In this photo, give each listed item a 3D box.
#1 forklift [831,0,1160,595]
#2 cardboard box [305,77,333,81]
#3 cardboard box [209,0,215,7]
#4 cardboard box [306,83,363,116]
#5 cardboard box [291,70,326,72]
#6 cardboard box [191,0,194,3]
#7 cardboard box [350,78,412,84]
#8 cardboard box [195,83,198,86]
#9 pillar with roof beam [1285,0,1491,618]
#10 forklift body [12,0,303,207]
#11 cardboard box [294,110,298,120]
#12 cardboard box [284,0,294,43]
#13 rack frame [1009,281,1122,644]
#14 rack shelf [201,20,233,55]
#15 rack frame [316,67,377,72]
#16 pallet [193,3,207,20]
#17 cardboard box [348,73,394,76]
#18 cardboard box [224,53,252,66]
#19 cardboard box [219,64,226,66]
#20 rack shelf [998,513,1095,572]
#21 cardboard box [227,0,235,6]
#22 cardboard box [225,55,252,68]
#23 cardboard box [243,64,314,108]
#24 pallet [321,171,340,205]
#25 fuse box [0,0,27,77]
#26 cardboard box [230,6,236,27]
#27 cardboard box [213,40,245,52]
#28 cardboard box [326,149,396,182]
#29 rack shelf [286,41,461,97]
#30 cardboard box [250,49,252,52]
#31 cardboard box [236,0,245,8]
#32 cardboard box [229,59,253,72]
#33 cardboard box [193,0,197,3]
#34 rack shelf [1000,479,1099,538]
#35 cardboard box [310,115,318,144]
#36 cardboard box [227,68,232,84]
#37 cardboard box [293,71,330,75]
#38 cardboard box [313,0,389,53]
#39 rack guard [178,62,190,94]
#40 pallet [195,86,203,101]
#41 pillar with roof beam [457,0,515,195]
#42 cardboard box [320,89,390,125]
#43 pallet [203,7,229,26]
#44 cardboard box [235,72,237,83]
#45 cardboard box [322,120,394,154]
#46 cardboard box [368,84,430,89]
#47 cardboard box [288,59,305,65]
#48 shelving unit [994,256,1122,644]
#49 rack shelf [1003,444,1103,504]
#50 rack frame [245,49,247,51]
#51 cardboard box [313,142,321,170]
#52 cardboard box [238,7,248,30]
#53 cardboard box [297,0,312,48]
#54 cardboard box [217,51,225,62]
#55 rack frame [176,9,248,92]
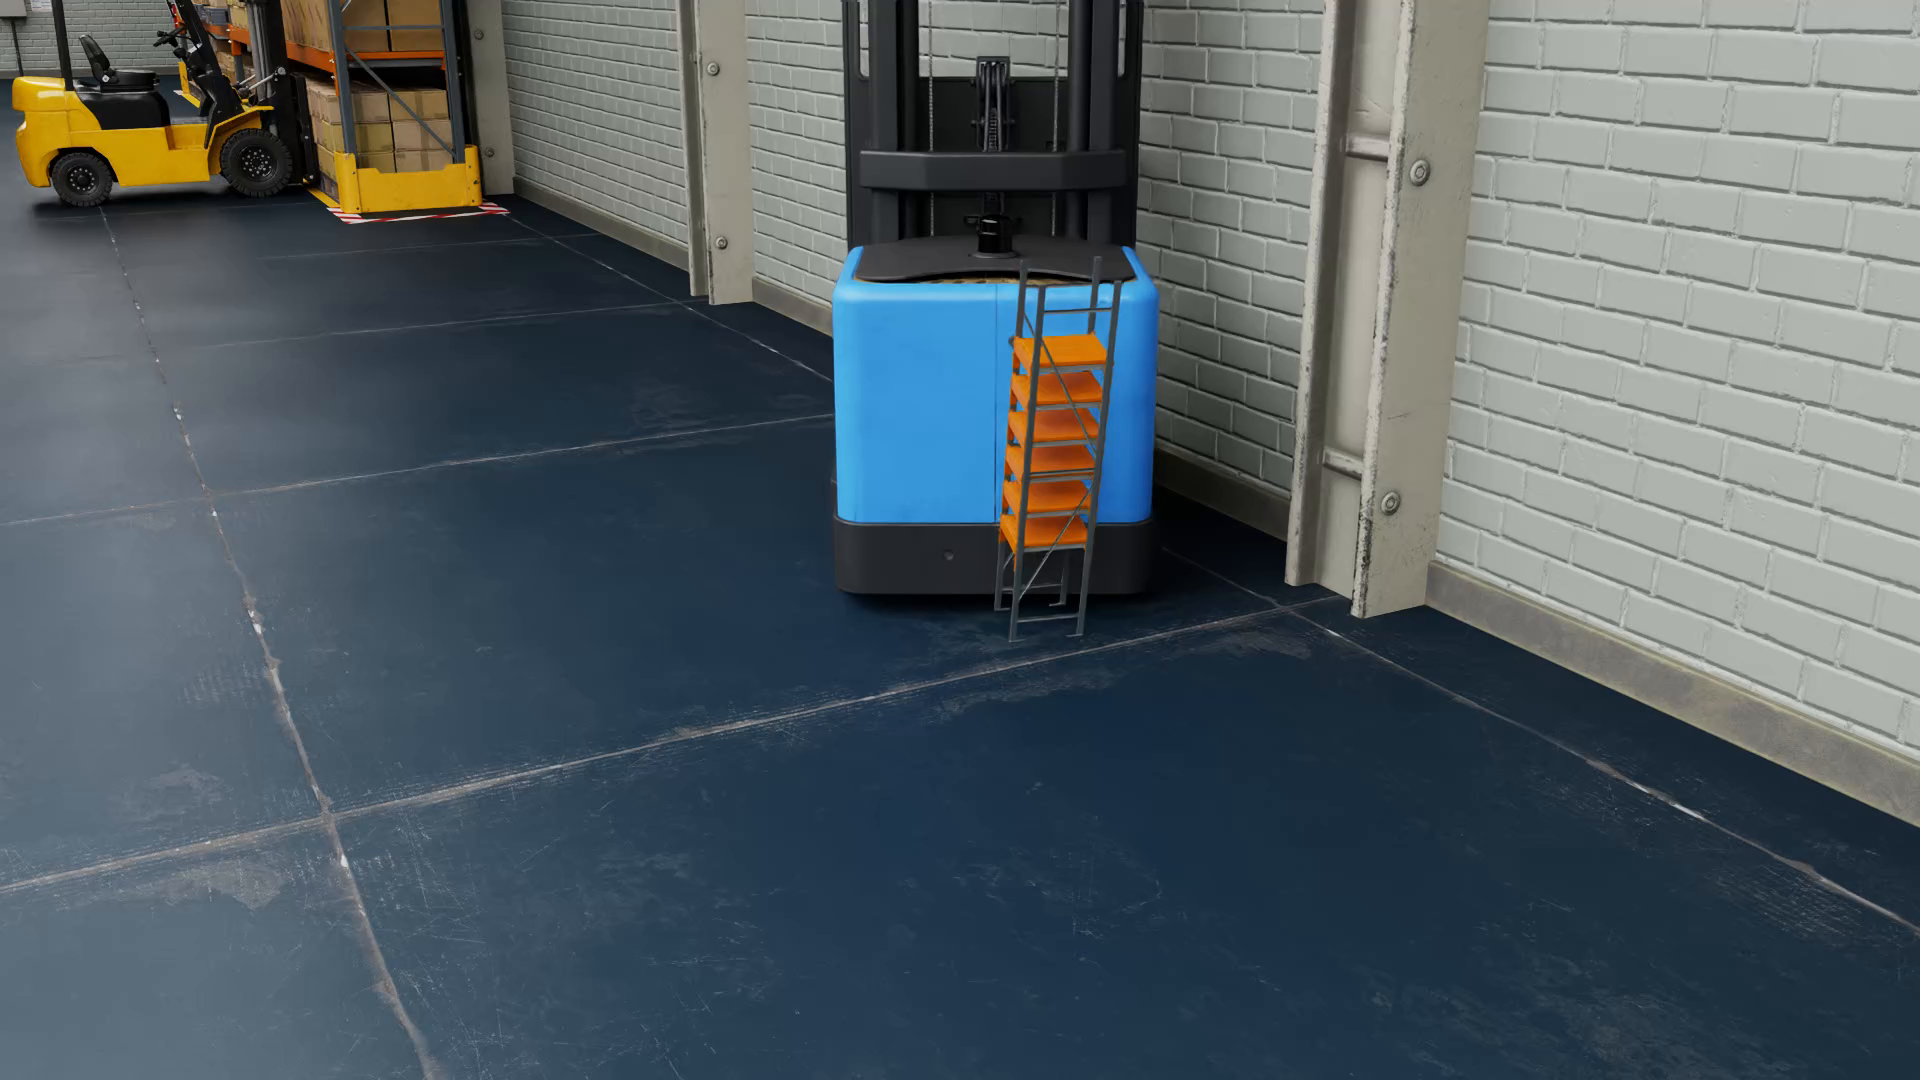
[{"bbox_3d":[0.118,-1.634,6.374,1.130,2.935,3.031,0,19,0],"label":"forklift"},{"bbox_3d":[-6.285,-4.391,16.298,0.500,0.250,0.500,-9,21,-25],"label":"cardboard box"},{"bbox_3d":[-9.404,-7.025,21.479,0.500,0.250,0.500,-11,22,-29],"label":"cardboard box"},{"bbox_3d":[-5.808,-4.093,15.433,0.500,0.250,0.500,-10,21,-26],"label":"cardboard box"},{"bbox_3d":[-7.697,-5.160,19.484,0.875,0.625,0.625,-11,22,-29],"label":"cardboard box"},{"bbox_3d":[-11.225,-8.113,24.819,0.500,0.250,0.500,-10,21,-26],"label":"cardboard box"},{"bbox_3d":[-5.586,-4.324,16.101,0.500,0.250,0.500,-10,22,-28],"label":"cardboard box"},{"bbox_3d":[-11.838,-7.517,26.505,0.700,0.500,0.500,-9,21,-24],"label":"cardboard box"},{"bbox_3d":[-2.447,-3.412,2.225,9.100,9.000,0.400,-10,21,-27],"label":"pillar with roof beam"},{"bbox_3d":[-7.325,-4.209,15.032,2.313,2.155,1.214,-10,21,-27],"label":"forklift body"},{"bbox_3d":[-6.291,-4.155,16.379,0.500,0.250,0.500,-10,22,-27],"label":"cardboard box"},{"bbox_3d":[-6.234,-5.084,16.114,0.500,0.500,0.500,-10,22,-27],"label":"cardboard box"},{"bbox_3d":[0.301,-0.198,4.908,0.240,1.200,0.006,-5,32,-13],"label":"rack frame"},{"bbox_3d":[-9.568,-6.879,22.572,1.077,0.370,4.000,-10,21,-27],"label":"rack shelf"},{"bbox_3d":[-6.718,-5.497,17.463,1.000,3.000,0.127,-10,21,-27],"label":"rack frame"},{"bbox_3d":[-10.234,-7.456,23.436,1.003,0.211,1.213,-10,21,-27],"label":"pallet"},{"bbox_3d":[-6.061,-4.614,16.942,0.500,0.250,0.500,-10,22,-27],"label":"cardboard box"},{"bbox_3d":[-9.906,-6.608,22.876,0.380,0.149,0.250,-9,21,-25],"label":"cardboard box"},{"bbox_3d":[-9.991,-6.341,23.098,0.500,0.500,0.500,-11,22,-28],"label":"cardboard box"},{"bbox_3d":[0.265,-0.003,5.131,0.258,0.103,0.180,-5,32,-13],"label":"rack shelf"},{"bbox_3d":[-8.644,-6.641,20.243,0.500,0.250,0.500,-10,21,-27],"label":"cardboard box"},{"bbox_3d":[-9.680,-6.456,22.437,0.380,0.149,0.250,-11,22,-29],"label":"cardboard box"},{"bbox_3d":[-8.334,-5.540,20.584,0.875,0.625,0.625,-9,21,-25],"label":"cardboard box"},{"bbox_3d":[-5.219,-3.244,15.207,1.003,0.211,1.213,-10,21,-27],"label":"pallet"},{"bbox_3d":[-17.563,-9.461,30.927,0.539,1.711,0.414,-10,21,-27],"label":"fuse box"},{"bbox_3d":[-8.622,-6.409,20.336,0.500,0.250,0.500,-10,21,-26],"label":"cardboard box"},{"bbox_3d":[-10.416,-7.046,23.691,0.380,0.149,0.250,-11,22,-29],"label":"cardboard box"},{"bbox_3d":[-5.320,-3.333,14.764,0.500,0.250,0.500,-10,21,-26],"label":"cardboard box"},{"bbox_3d":[-5.769,-4.583,15.916,1.077,0.370,4.000,-10,21,-27],"label":"rack shelf"},{"bbox_3d":[-10.089,-7.056,24.175,0.380,0.149,0.250,-11,22,-29],"label":"cardboard box"},{"bbox_3d":[-8.153,-6.348,19.394,0.500,0.250,0.500,-11,22,-28],"label":"cardboard box"},{"bbox_3d":[-9.232,-6.145,21.534,0.380,0.149,0.250,-11,22,-29],"label":"cardboard box"},{"bbox_3d":[-10.484,-7.866,23.531,0.700,0.500,0.500,-9,21,-25],"label":"cardboard box"},{"bbox_3d":[0.271,-0.105,5.069,0.258,0.103,0.180,-5,32,-13],"label":"rack shelf"},{"bbox_3d":[-5.818,-3.866,15.540,0.500,0.250,0.500,-11,22,-28],"label":"cardboard box"},{"bbox_3d":[-9.487,-6.045,22.240,0.500,0.500,0.500,-9,21,-24],"label":"cardboard box"},{"bbox_3d":[-6.765,-4.681,17.137,0.500,0.250,0.500,-10,22,-27],"label":"cardboard box"},{"bbox_3d":[-5.284,-4.496,14.410,0.500,0.500,0.500,-11,22,-28],"label":"cardboard box"},{"bbox_3d":[-12.381,-7.738,27.791,1.175,0.500,0.348,-10,21,-27],"label":"rack guard"},{"bbox_3d":[-11.426,-7.023,26.161,1.003,0.211,1.213,-10,21,-27],"label":"pallet"},{"bbox_3d":[-8.145,-6.857,12.208,9.100,9.000,0.400,-10,21,-27],"label":"pillar with roof beam"},{"bbox_3d":[-5.312,-3.804,14.595,0.500,0.250,0.500,-9,21,-25],"label":"cardboard box"},{"bbox_3d":[-9.001,-6.738,21.354,1.213,0.211,1.003,-10,21,-27],"label":"pallet"},{"bbox_3d":[-9.008,-5.750,21.385,0.500,0.500,0.500,-9,21,-25],"label":"cardboard box"},{"bbox_3d":[-5.325,-3.575,14.698,0.500,0.250,0.500,-10,22,-27],"label":"cardboard box"},{"bbox_3d":[-5.121,-4.030,15.251,0.500,0.250,0.500,-10,21,-27],"label":"cardboard box"},{"bbox_3d":[-8.591,-6.167,21.598,0.380,0.149,0.250,-9,21,-24],"label":"cardboard box"},{"bbox_3d":[0.280,-0.246,4.984,0.258,1.200,0.189,-5,32,-13],"label":"shelving unit"},{"bbox_3d":[0.277,-0.208,5.007,0.258,0.103,0.180,-5,32,-13],"label":"rack shelf"},{"bbox_3d":[-10.517,-7.793,24.118,1.000,3.000,0.127,-10,21,-27],"label":"rack frame"},{"bbox_3d":[-5.778,-3.623,15.602,0.500,0.250,0.500,-10,21,-26],"label":"cardboard box"},{"bbox_3d":[-8.137,-6.117,19.490,0.500,0.250,0.500,-11,22,-28],"label":"cardboard box"},{"bbox_3d":[-5.766,-4.794,15.272,0.500,0.500,0.500,-10,22,-28],"label":"cardboard box"},{"bbox_3d":[-10.382,-6.905,23.738,0.380,0.149,0.250,-11,22,-28],"label":"cardboard box"},{"bbox_3d":[-12.417,-8.942,27.446,1.000,3.000,0.127,-10,21,-27],"label":"rack frame"}]
